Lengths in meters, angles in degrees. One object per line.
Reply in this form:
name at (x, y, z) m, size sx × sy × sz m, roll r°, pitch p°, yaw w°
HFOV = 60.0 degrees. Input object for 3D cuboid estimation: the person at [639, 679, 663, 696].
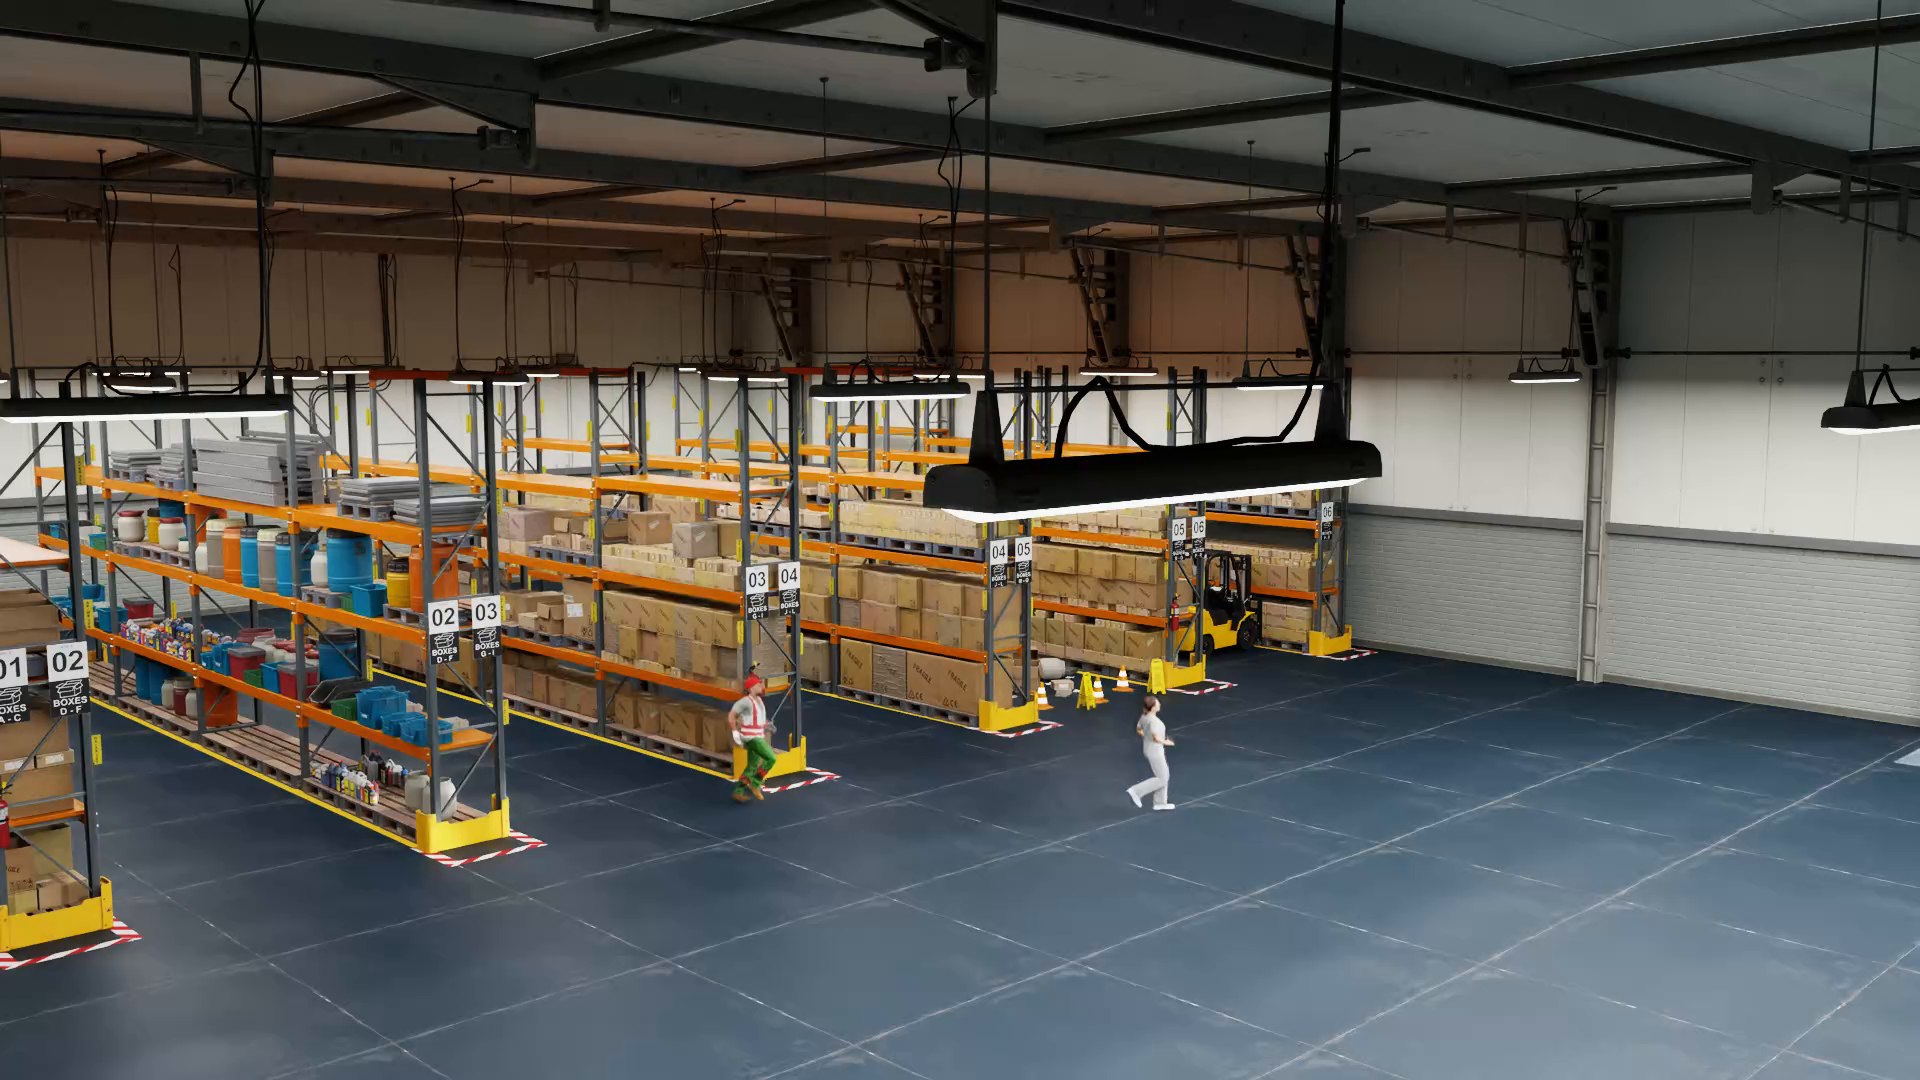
person at (-5.615, 2.071, 30.524) m, size 0.560 × 1.693 × 0.836 m, roll -6°, pitch 9°, yaw -44°

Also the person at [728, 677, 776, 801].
person at (-2.870, 2.803, 23.513) m, size 0.642 × 1.709 × 0.694 m, roll 1°, pitch 7°, yaw 13°

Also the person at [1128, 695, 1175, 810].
person at (2.627, 2.938, 22.927) m, size 0.718 × 1.623 × 0.569 m, roll -2°, pitch 7°, yaw -15°
